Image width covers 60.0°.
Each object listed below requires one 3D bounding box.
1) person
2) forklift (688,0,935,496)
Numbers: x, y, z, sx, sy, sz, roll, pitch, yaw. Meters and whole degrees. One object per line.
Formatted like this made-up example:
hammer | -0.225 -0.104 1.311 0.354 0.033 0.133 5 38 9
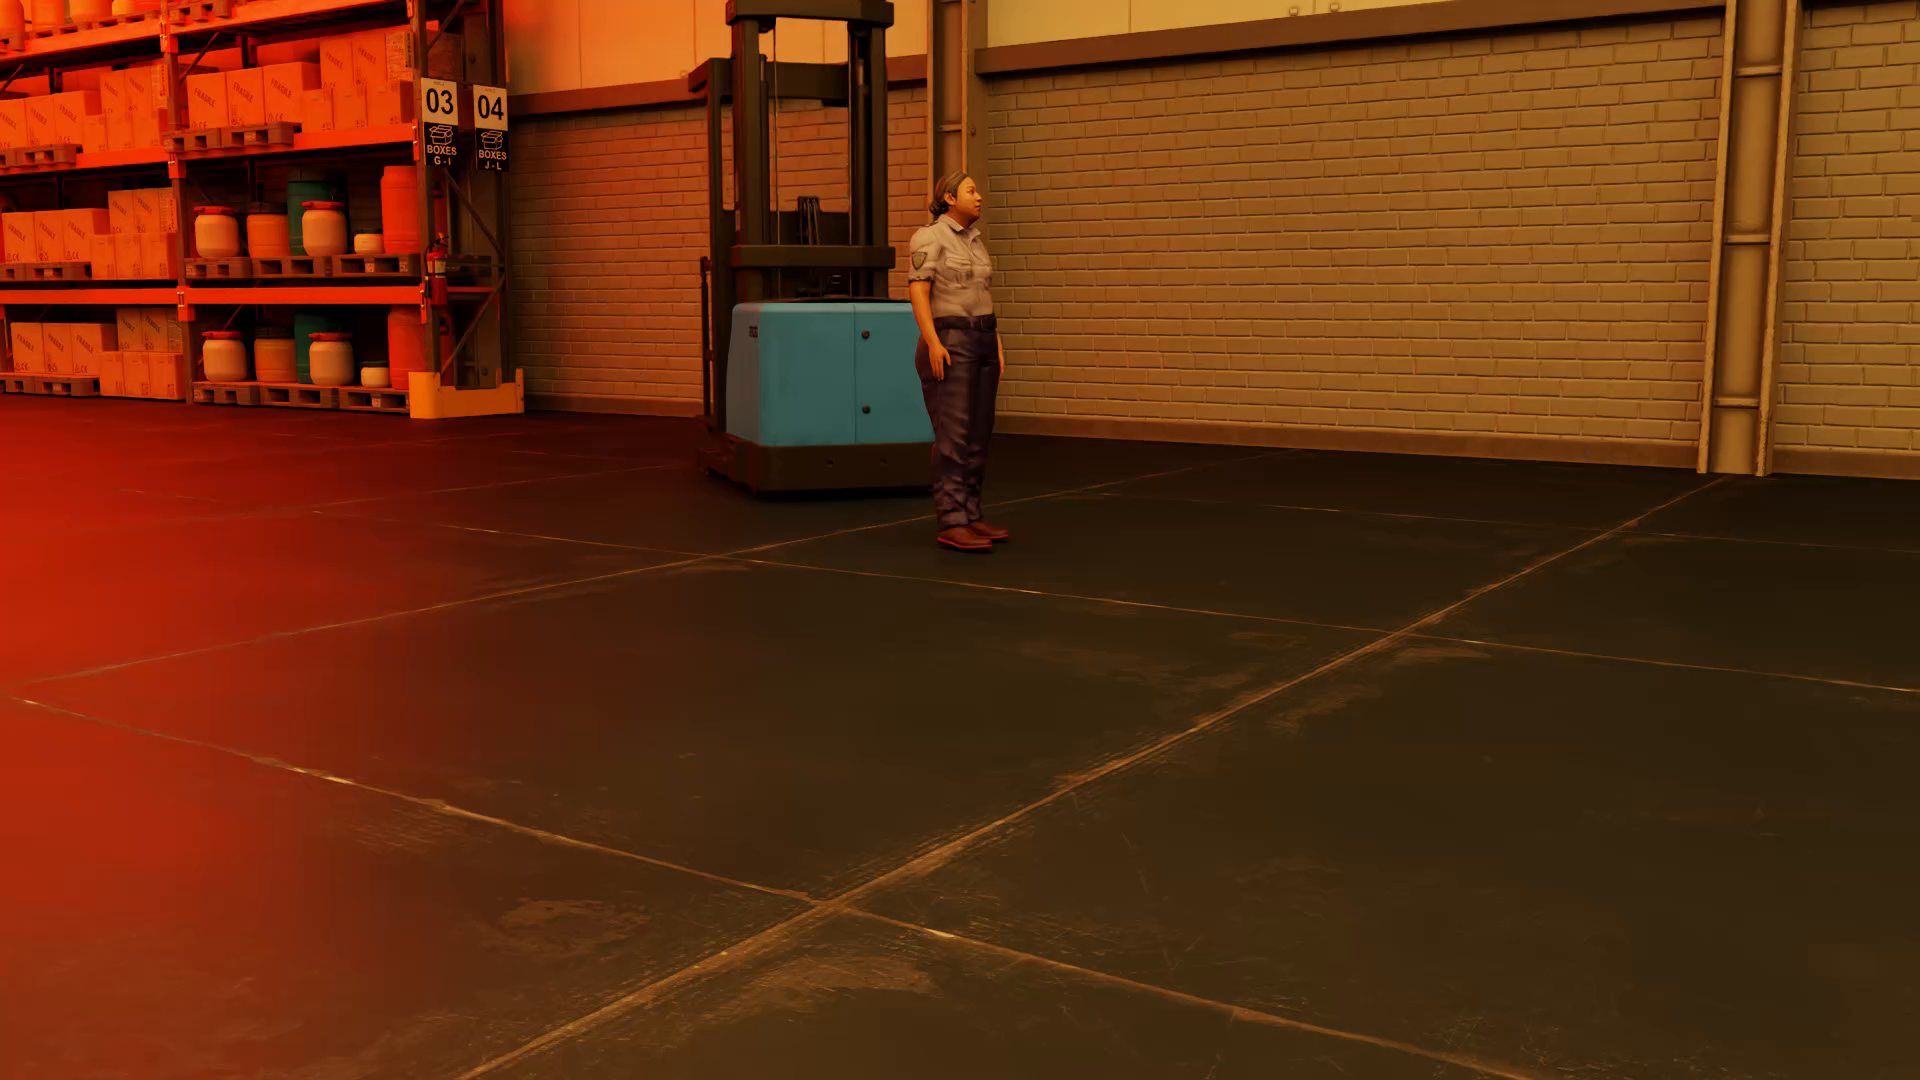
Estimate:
person | 0.061 -0.814 7.418 0.503 1.651 0.598 5 10 34
forklift | -1.051 -1.865 10.312 1.130 2.935 3.031 -3 9 -19
